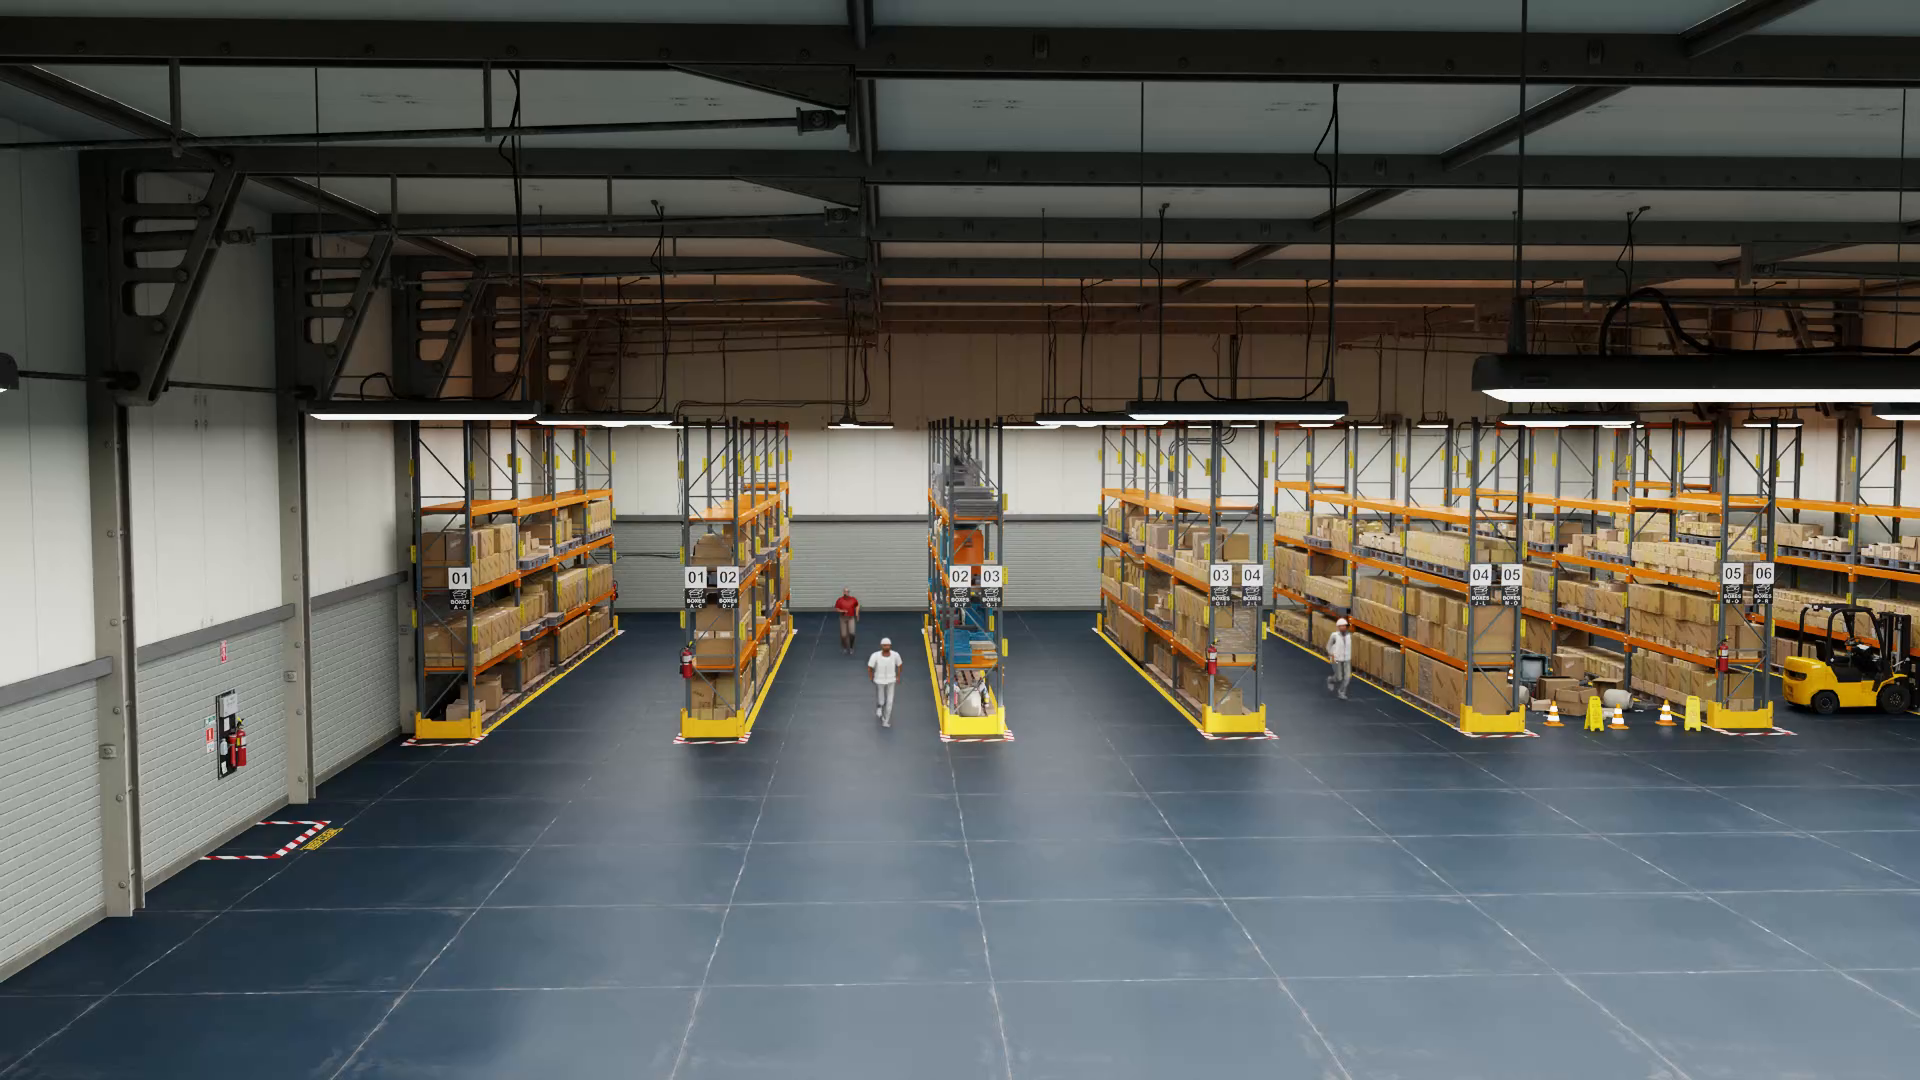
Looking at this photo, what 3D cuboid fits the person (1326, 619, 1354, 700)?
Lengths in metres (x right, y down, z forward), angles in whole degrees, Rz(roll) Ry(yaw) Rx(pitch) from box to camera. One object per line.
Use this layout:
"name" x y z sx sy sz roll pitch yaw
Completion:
"person" 8.151 2.539 35.695 0.647 1.727 0.637 -1 4 -13

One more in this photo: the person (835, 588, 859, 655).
"person" -2.887 2.094 42.648 0.640 1.733 0.703 0 4 -6

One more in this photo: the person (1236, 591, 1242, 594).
"person" 8.144 1.867 48.650 0.743 1.364 0.684 3 5 42

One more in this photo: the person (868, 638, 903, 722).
"person" -1.451 2.720 32.383 0.691 1.655 0.666 -1 4 -10
